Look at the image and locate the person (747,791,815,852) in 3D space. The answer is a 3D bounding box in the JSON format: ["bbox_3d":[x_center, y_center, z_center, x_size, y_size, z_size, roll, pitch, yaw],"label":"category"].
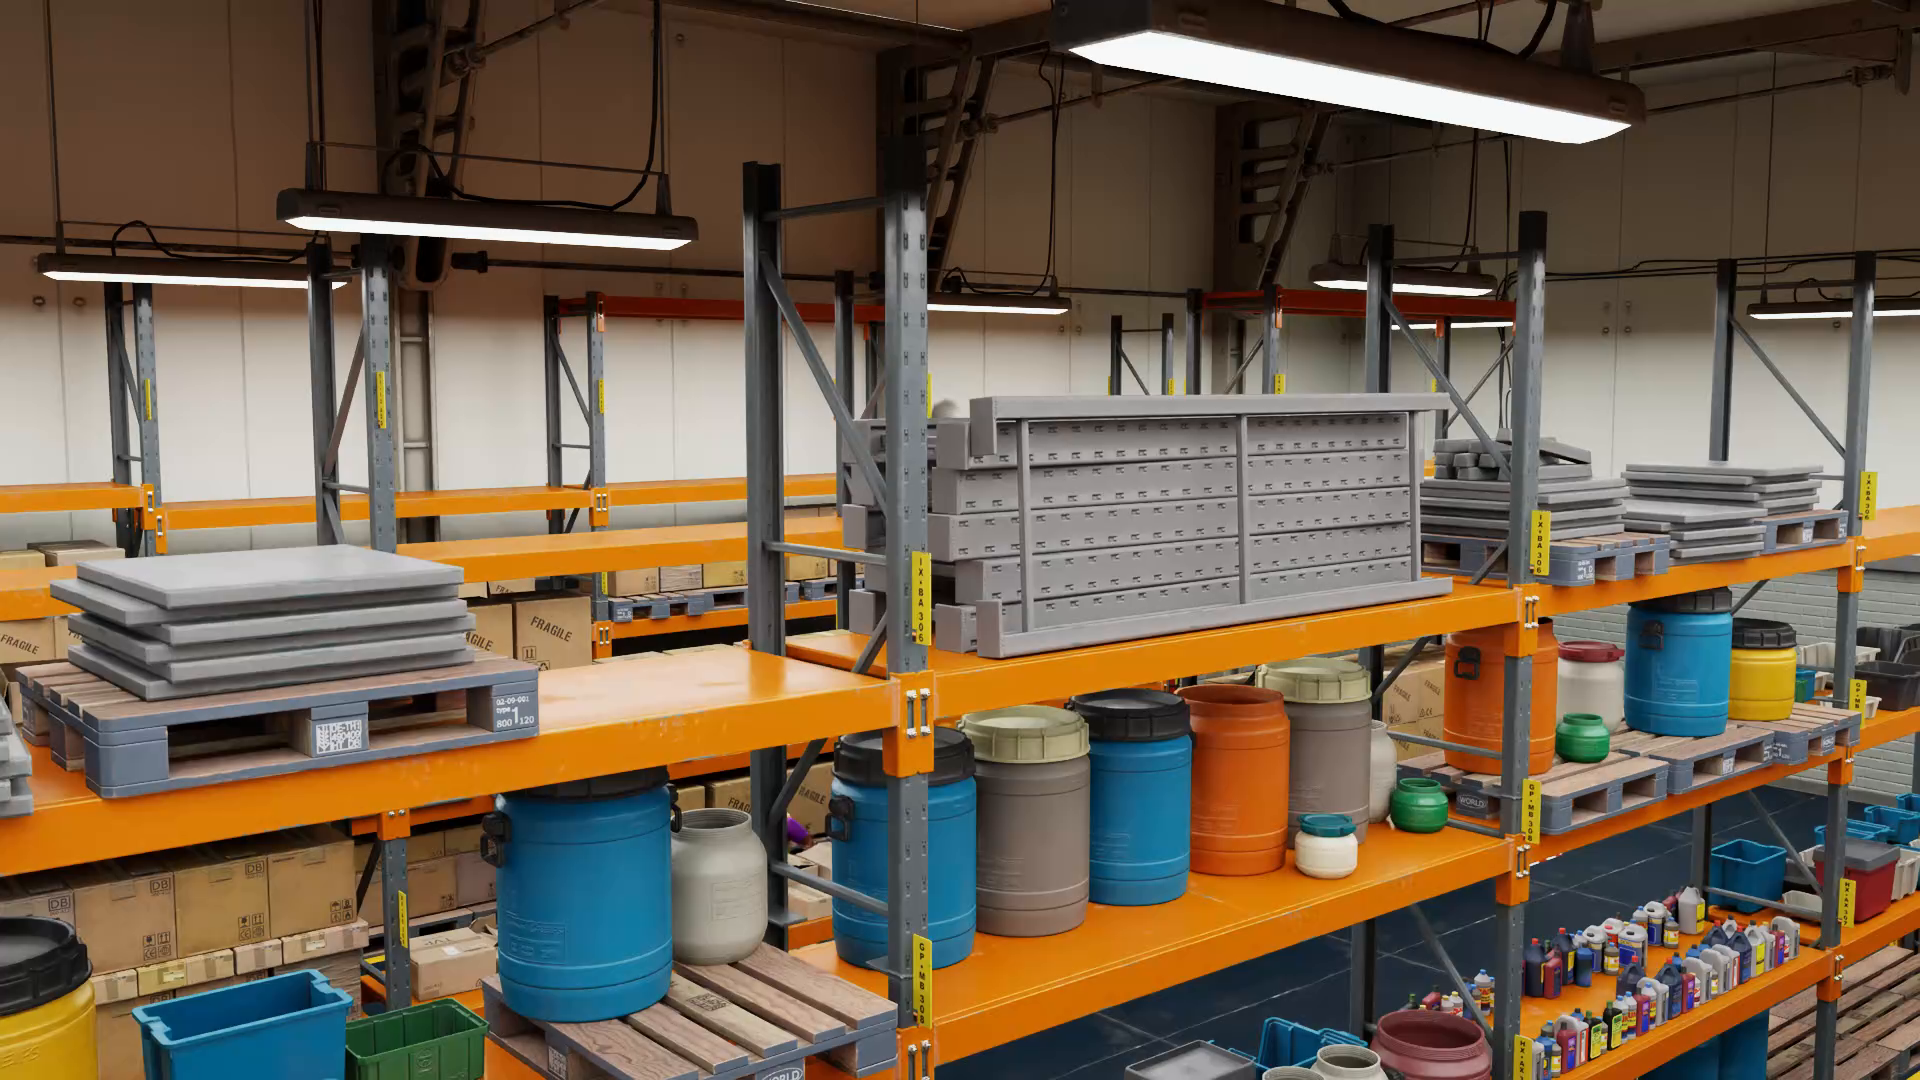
[{"bbox_3d":[-1.664,2.946,14.215,0.734,1.790,0.703,-4,7,-35],"label":"person"}]
